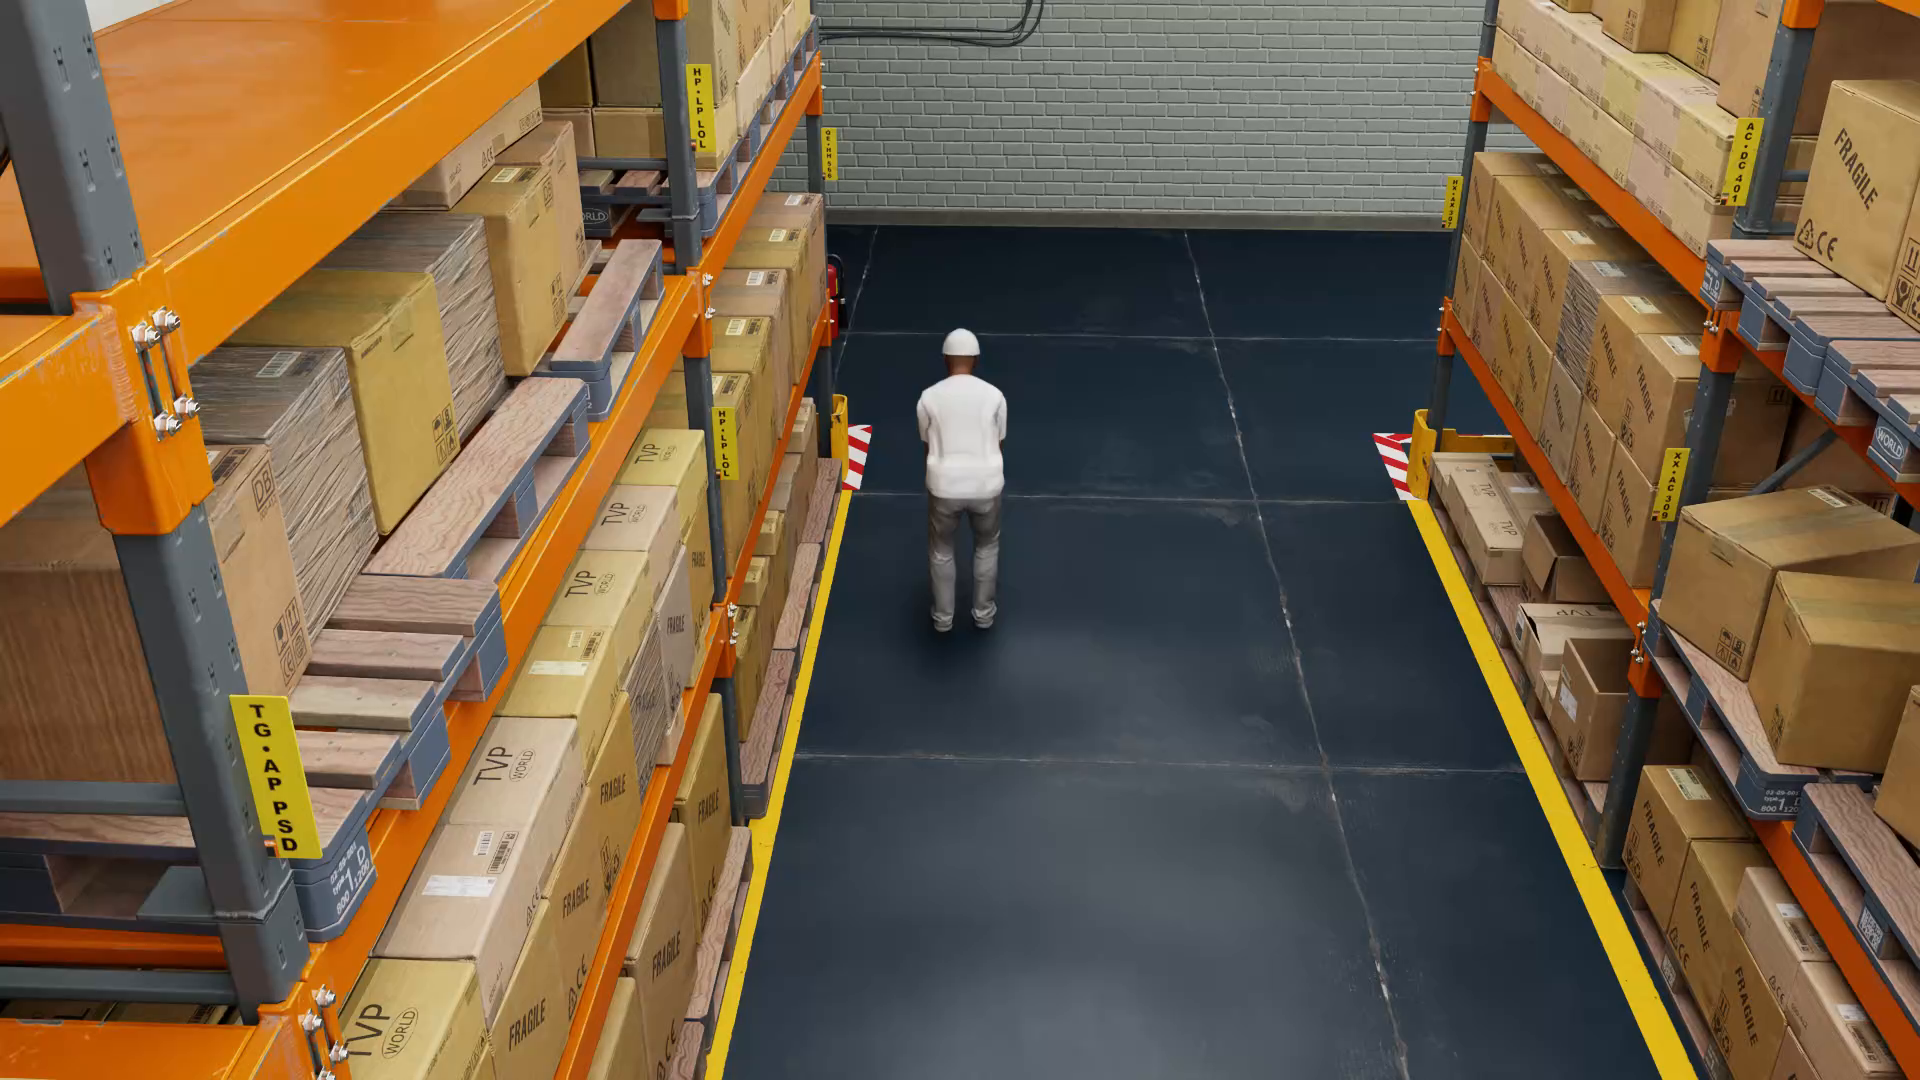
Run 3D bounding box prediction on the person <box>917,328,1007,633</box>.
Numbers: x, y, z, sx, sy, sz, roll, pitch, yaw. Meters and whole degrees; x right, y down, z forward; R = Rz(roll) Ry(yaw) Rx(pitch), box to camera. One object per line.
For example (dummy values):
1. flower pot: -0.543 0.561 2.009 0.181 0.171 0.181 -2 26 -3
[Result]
1. person: 0.011 -0.330 9.270 0.493 1.719 0.611 0 28 0
